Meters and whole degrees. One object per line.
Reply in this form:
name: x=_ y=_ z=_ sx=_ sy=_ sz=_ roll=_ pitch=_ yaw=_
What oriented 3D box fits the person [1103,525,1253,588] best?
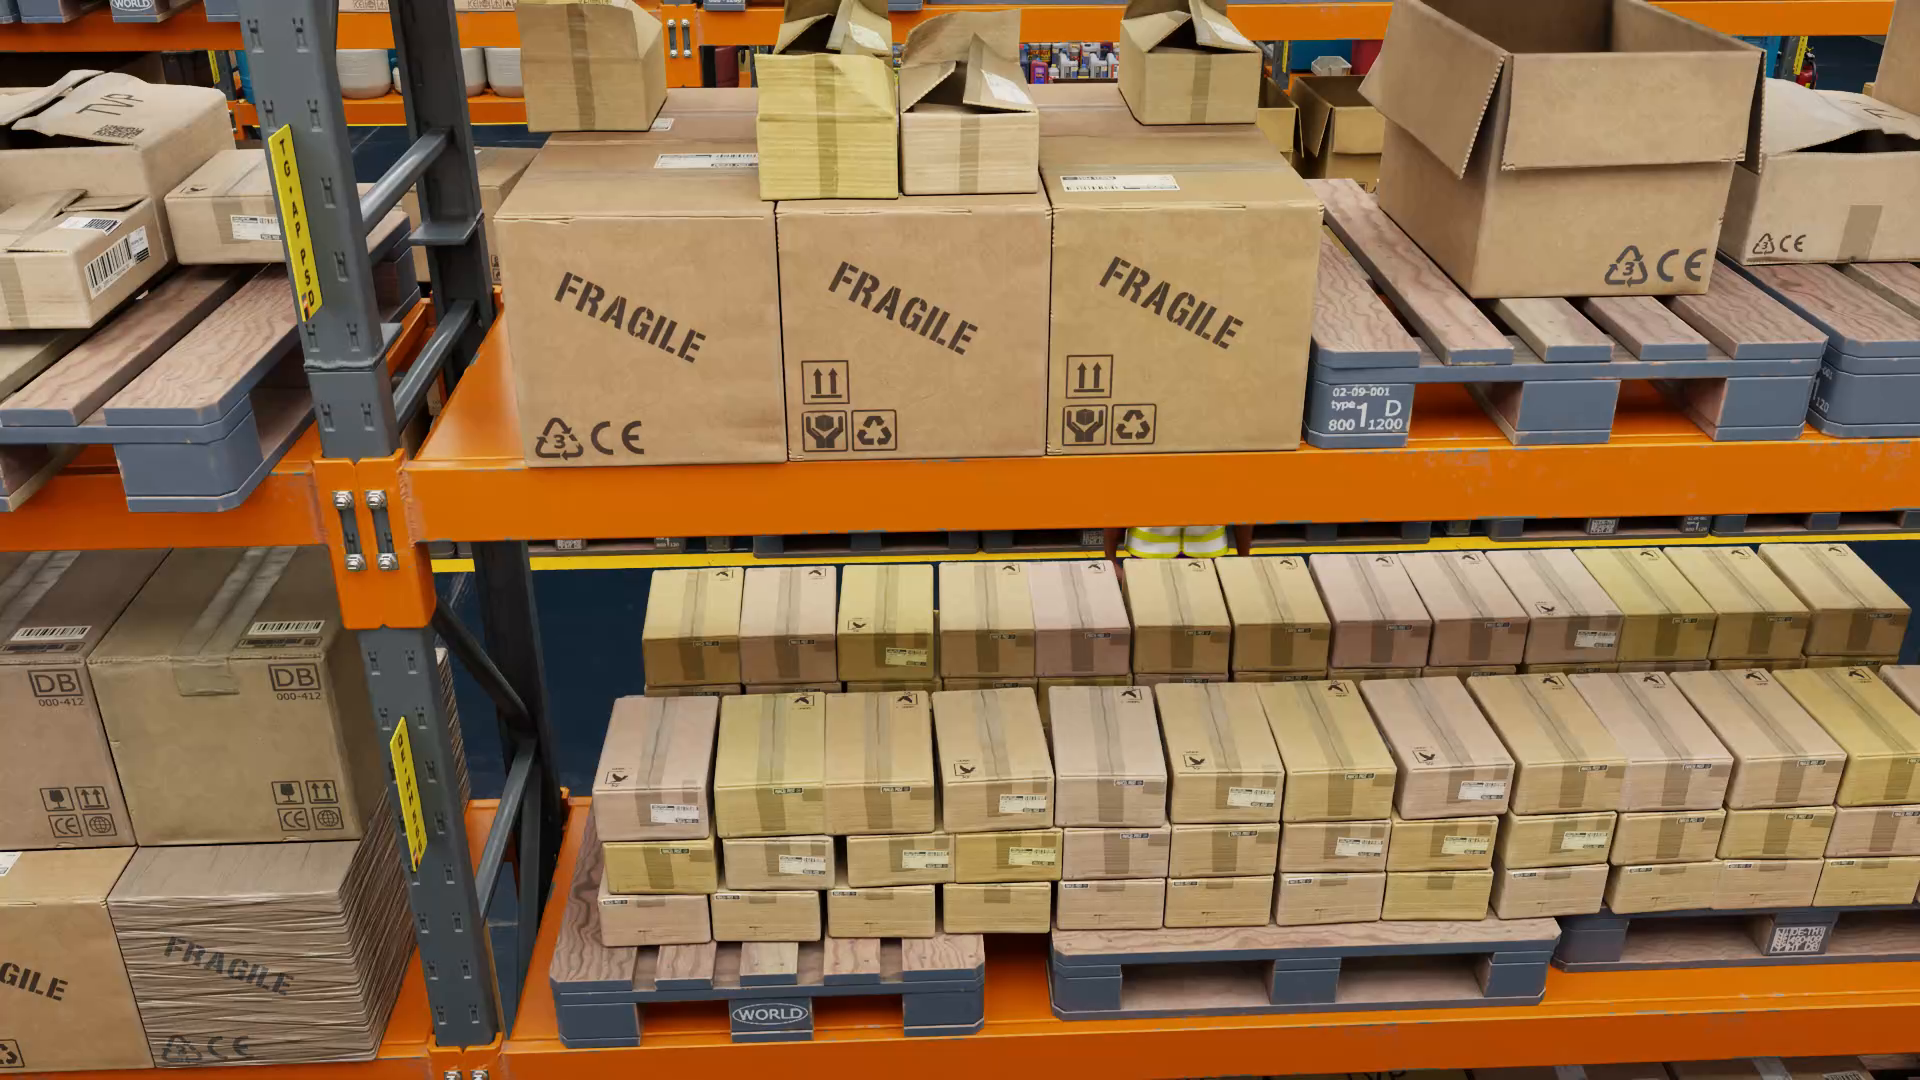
person: x=0.903 y=0.090 z=6.925 sx=0.626 sy=1.761 sz=0.457 roll=-1 pitch=27 yaw=-2
